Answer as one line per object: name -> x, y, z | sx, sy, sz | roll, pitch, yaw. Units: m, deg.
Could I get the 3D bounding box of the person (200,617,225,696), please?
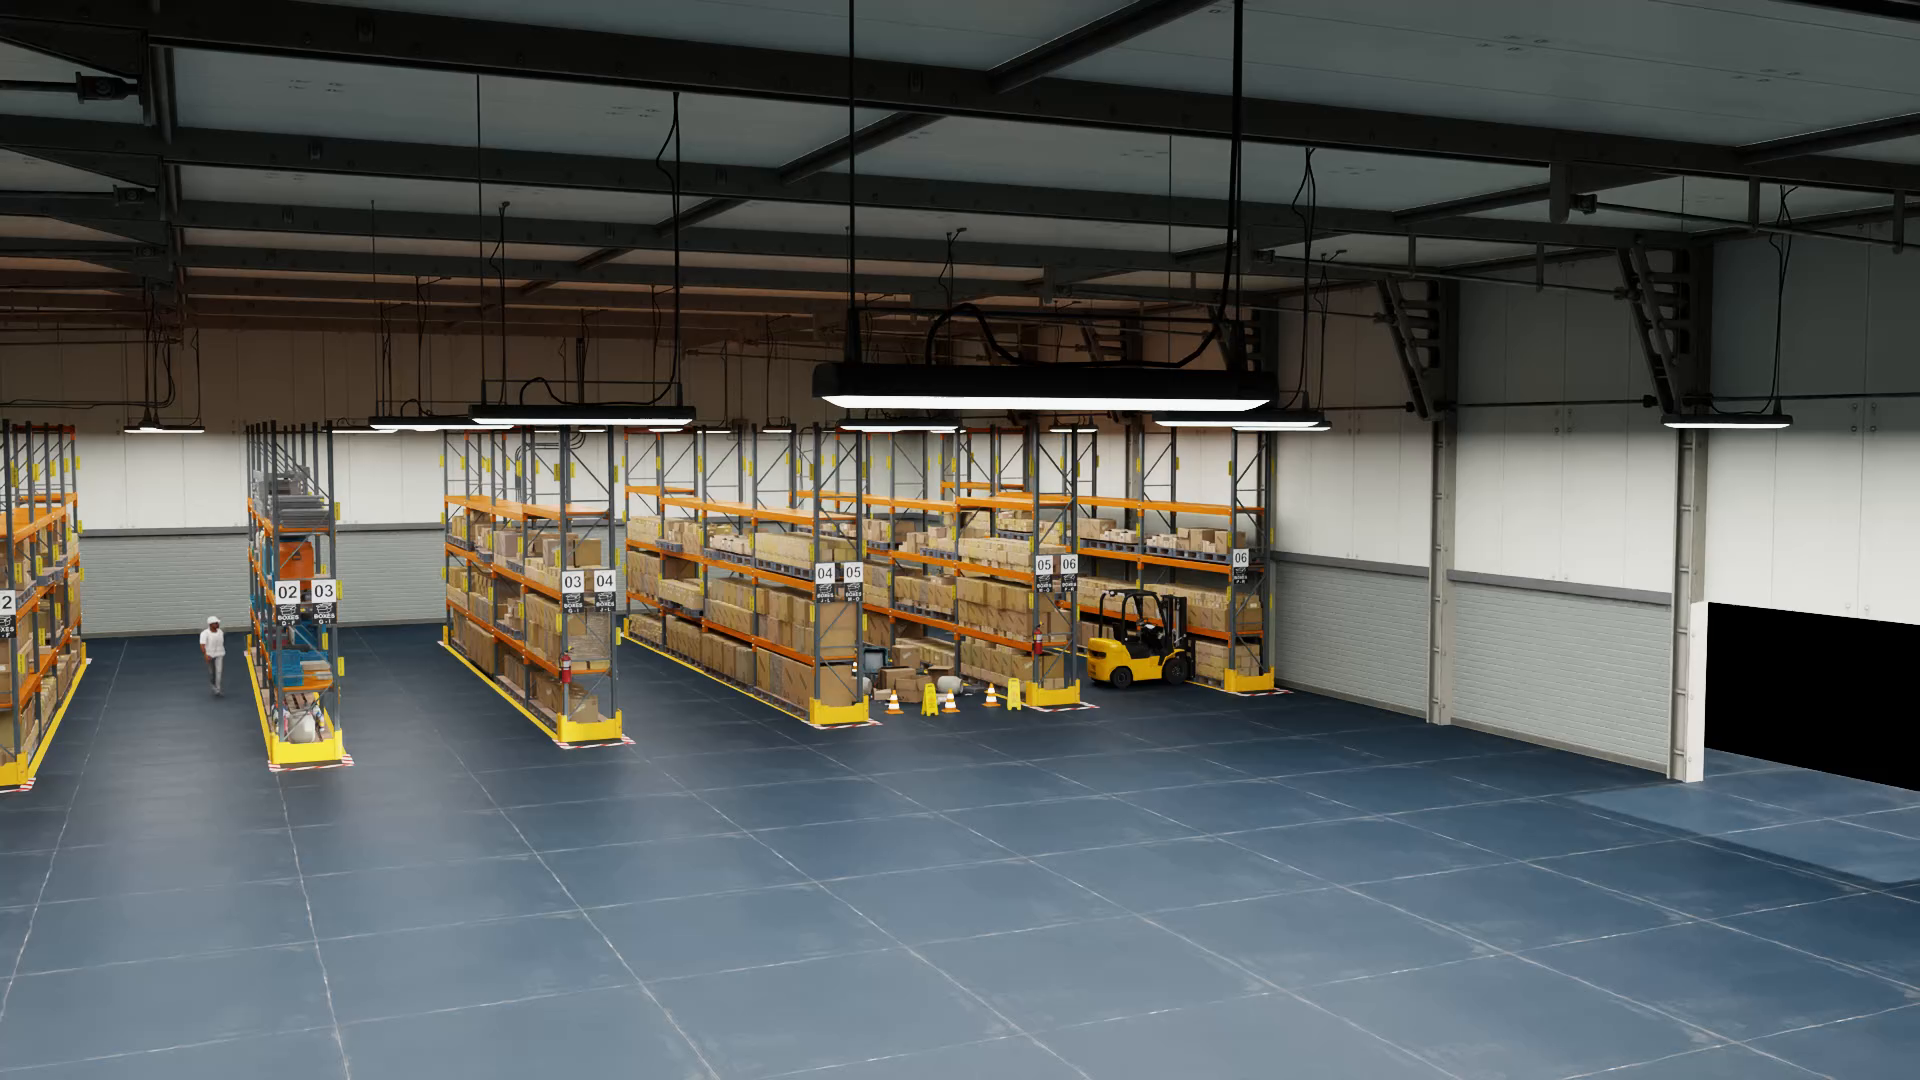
person -> -16.533, 2.561, 36.804 | 0.497, 1.730, 1.013 | -1, 4, -18

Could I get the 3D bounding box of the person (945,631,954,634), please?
person -> -0.254, 1.898, 47.995 | 0.434, 1.677, 0.505 | 0, 4, -6
